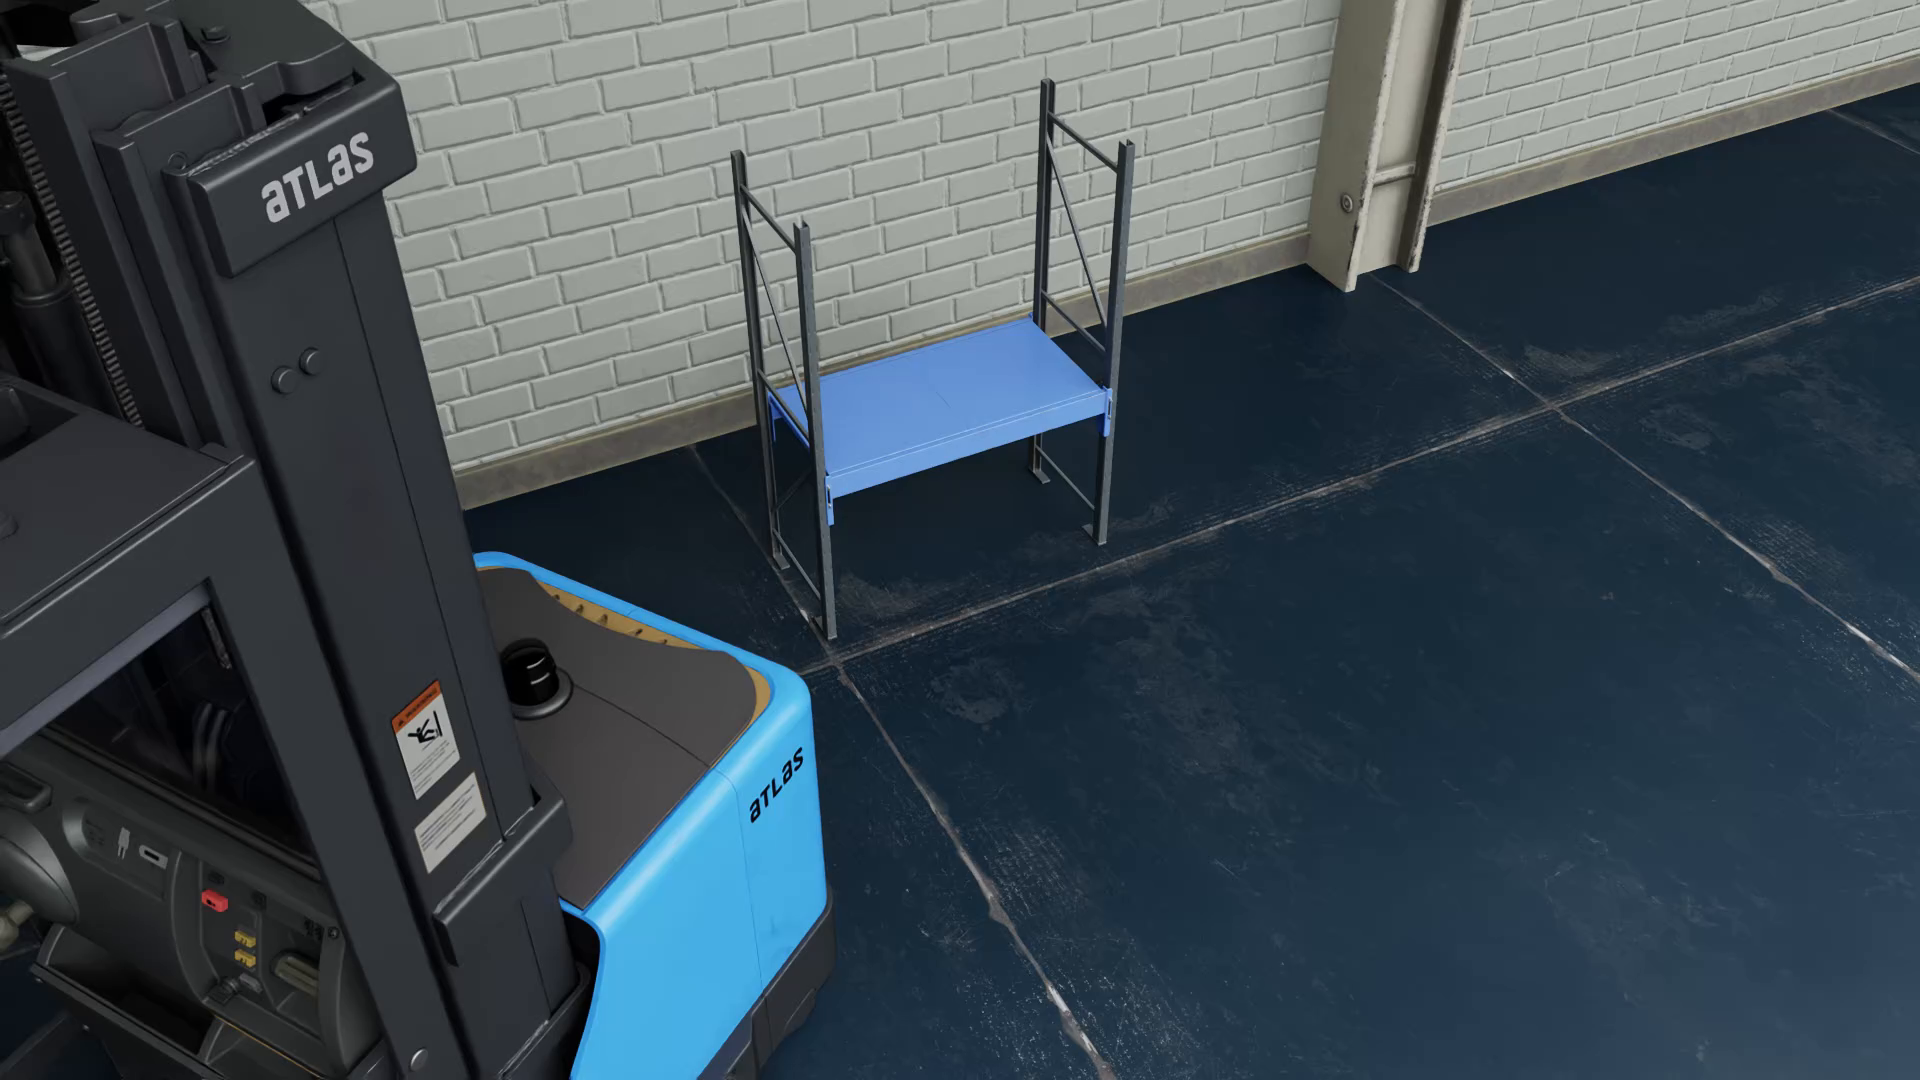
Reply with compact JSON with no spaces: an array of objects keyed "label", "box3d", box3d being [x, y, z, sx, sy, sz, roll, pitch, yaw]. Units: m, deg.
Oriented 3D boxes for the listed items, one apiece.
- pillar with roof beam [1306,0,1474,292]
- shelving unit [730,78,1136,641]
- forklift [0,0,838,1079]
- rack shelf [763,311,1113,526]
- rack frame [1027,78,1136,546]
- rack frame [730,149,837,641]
[{"label":"pillar with roof beam","box3d":[3.708,-2.153,1.329,0.400,9.000,9.100,-19,44,-21]},{"label":"shelving unit","box3d":[-0.076,-0.547,5.235,1.048,1.500,0.538,-19,44,-21]},{"label":"forklift","box3d":[-1.475,0.690,2.667,1.130,2.935,3.031,20,44,22]},{"label":"rack shelf","box3d":[-0.076,-0.410,5.352,1.000,0.185,0.538,-19,44,-21]},{"label":"rack frame","box3d":[0.375,-0.699,5.415,0.032,1.500,0.500,-19,44,-21]},{"label":"rack frame","box3d":[-0.527,-0.395,5.056,0.032,1.500,0.500,-19,44,-21]}]
